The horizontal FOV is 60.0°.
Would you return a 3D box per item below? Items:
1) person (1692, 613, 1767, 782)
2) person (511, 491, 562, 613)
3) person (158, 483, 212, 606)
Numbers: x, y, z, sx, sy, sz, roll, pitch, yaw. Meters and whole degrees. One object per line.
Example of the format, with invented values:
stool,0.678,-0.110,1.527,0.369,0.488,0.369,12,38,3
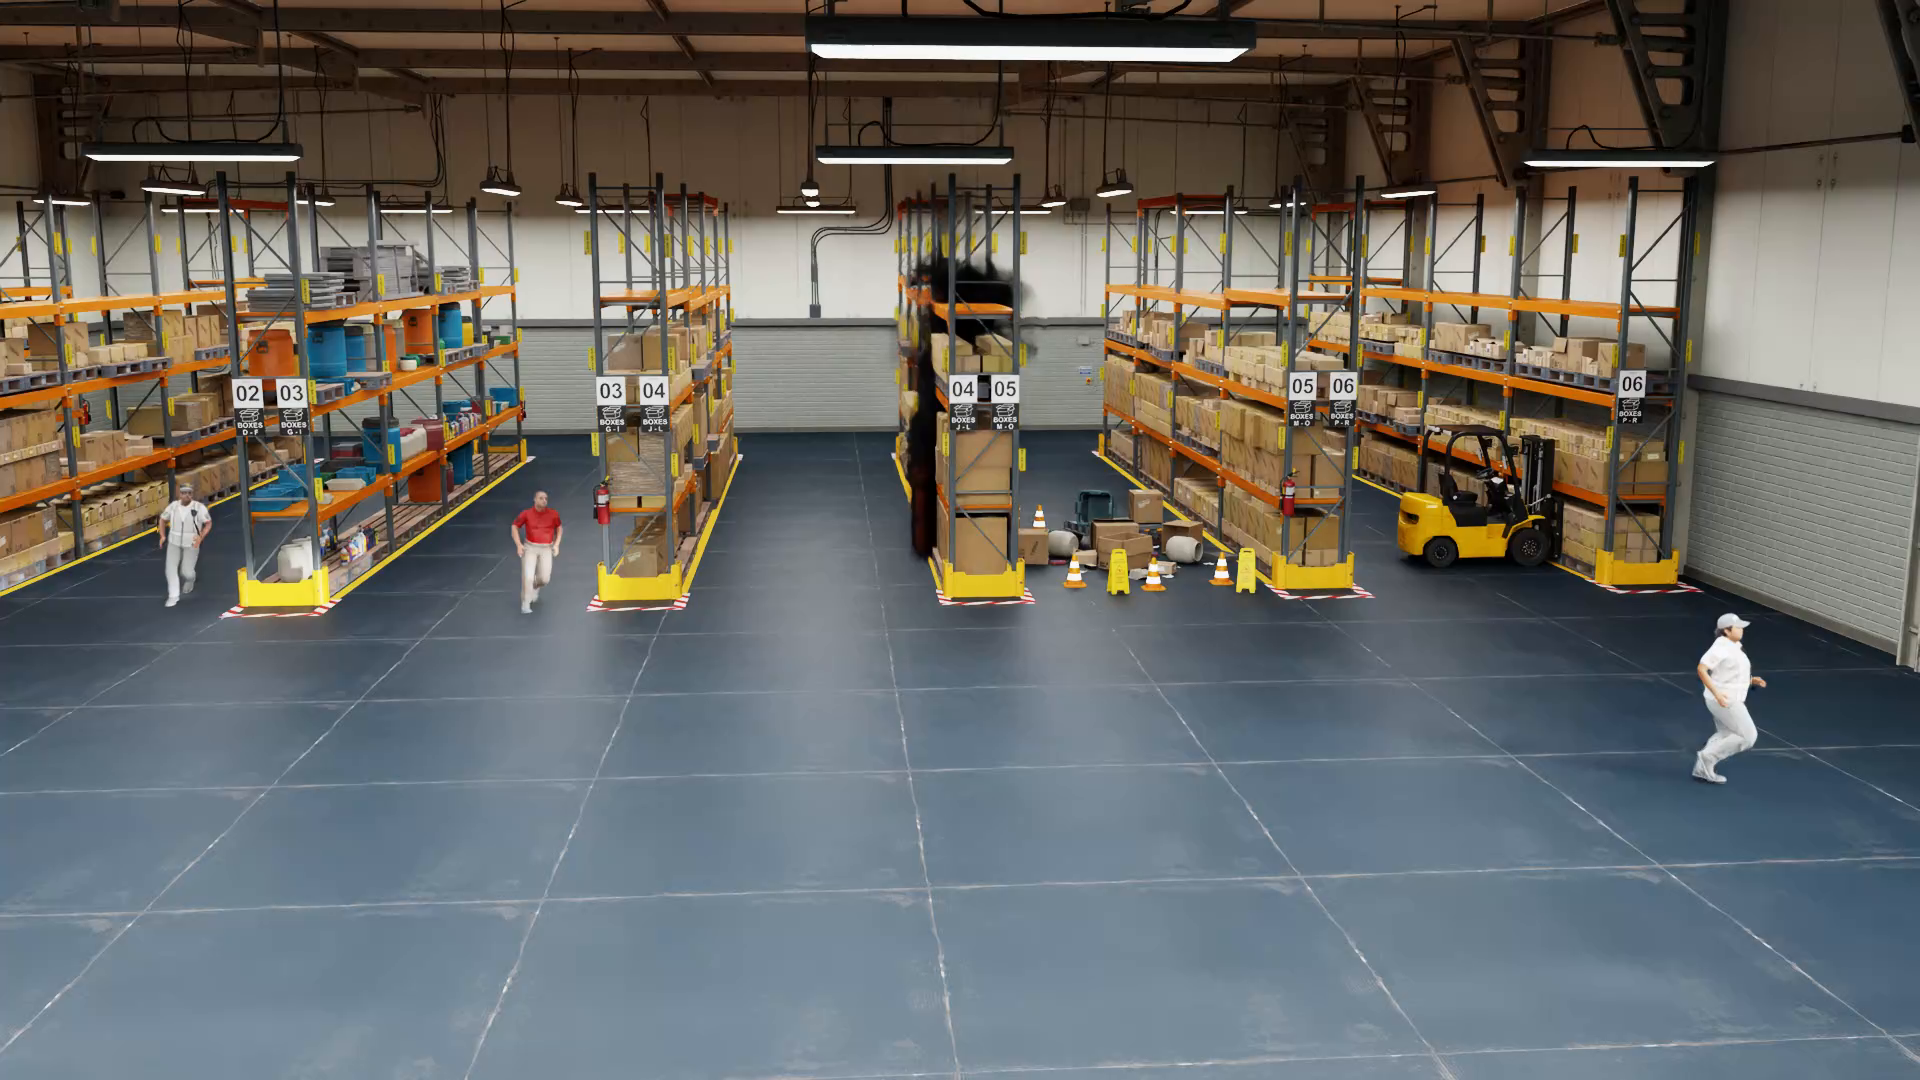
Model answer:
person,7.200,1.493,15.532,0.574,1.626,0.593,6,12,31
person,-5.874,0.151,23.165,0.709,1.680,0.564,-4,11,-23
person,-11.008,0.033,23.659,0.703,1.735,0.664,-2,10,-12
